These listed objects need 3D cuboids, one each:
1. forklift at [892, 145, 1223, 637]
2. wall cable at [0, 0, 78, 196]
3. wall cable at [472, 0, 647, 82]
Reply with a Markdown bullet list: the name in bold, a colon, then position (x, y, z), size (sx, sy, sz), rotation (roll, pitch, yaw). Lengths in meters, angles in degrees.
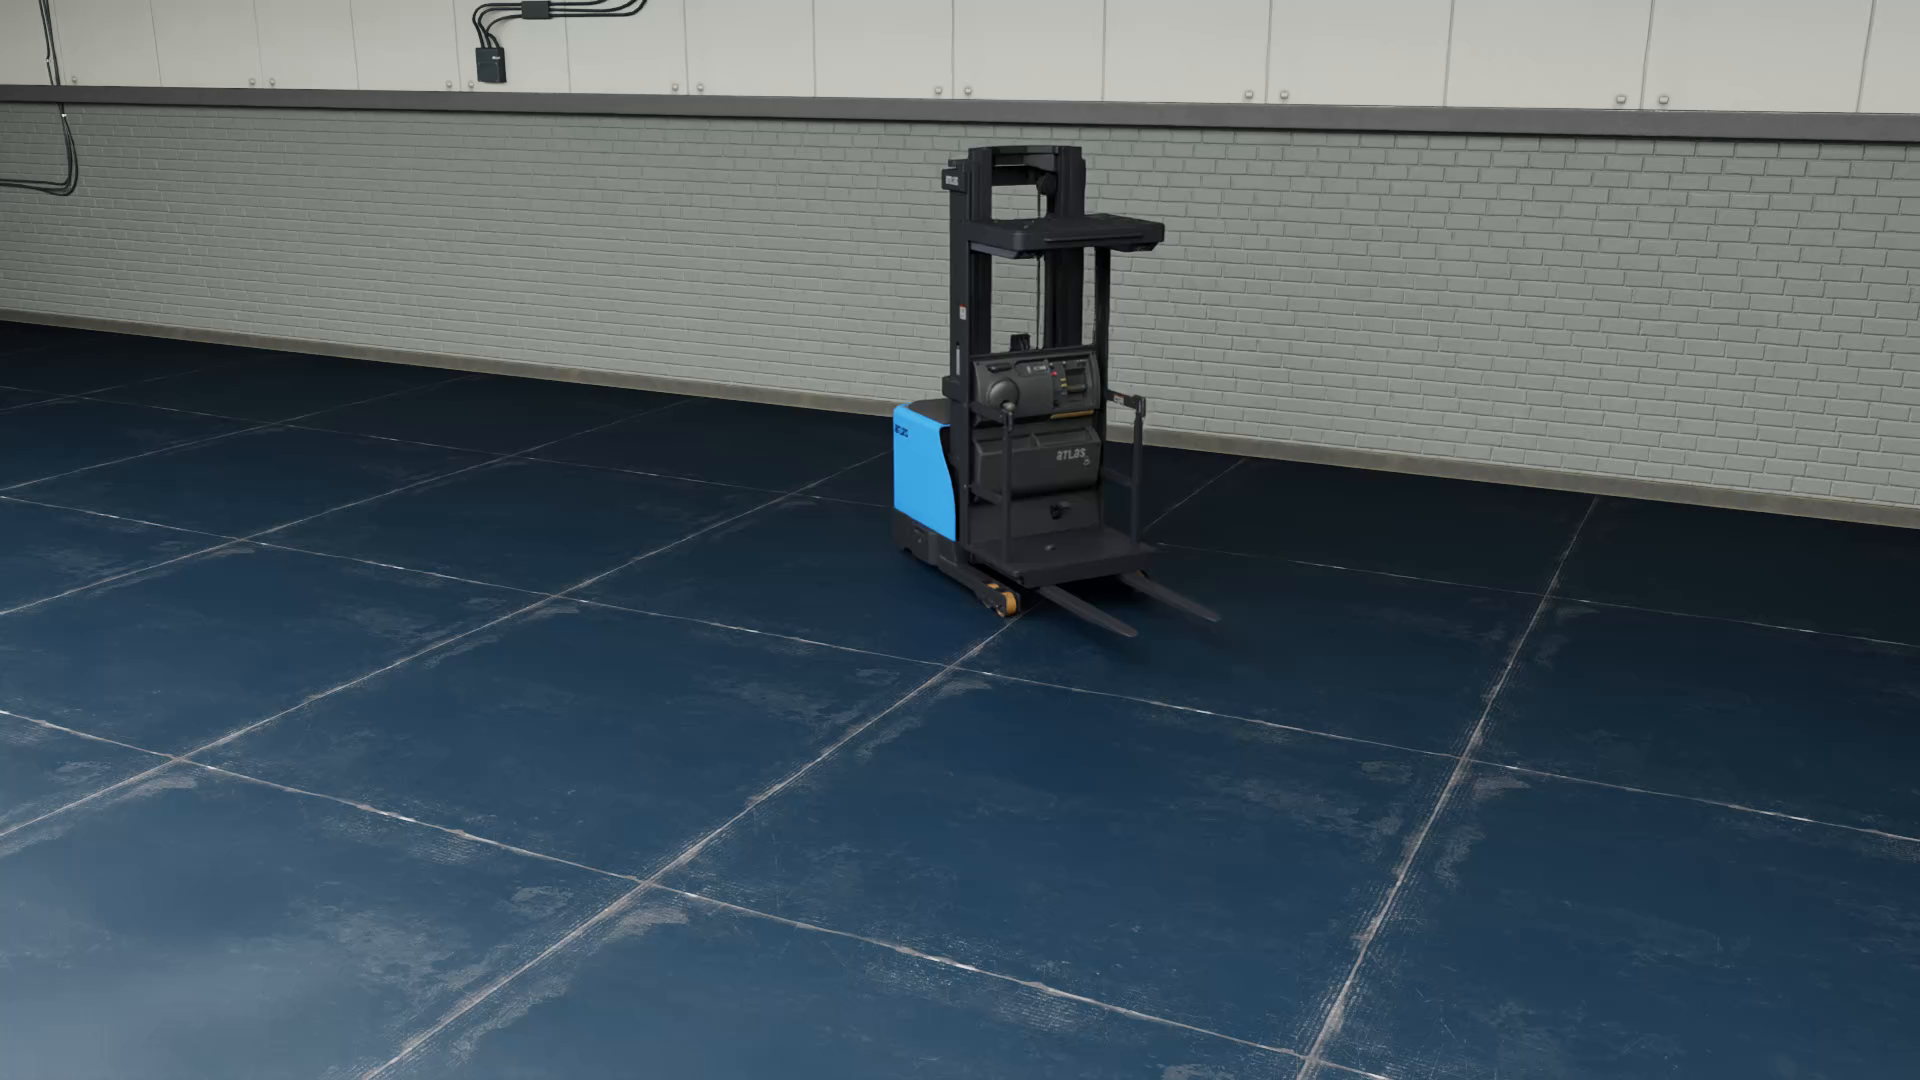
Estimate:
- **forklift**: position (0.618, -1.048, 10.906), size (1.130, 2.935, 3.031), rotation (-8, 18, -26)
- **wall cable**: position (-12.606, -5.742, 21.506), size (3.097, 2.526, 0.112), rotation (8, 18, 25)
- **wall cable**: position (-4.120, -7.649, 16.500), size (2.305, 6.003, 0.169), rotation (8, 18, 25)
